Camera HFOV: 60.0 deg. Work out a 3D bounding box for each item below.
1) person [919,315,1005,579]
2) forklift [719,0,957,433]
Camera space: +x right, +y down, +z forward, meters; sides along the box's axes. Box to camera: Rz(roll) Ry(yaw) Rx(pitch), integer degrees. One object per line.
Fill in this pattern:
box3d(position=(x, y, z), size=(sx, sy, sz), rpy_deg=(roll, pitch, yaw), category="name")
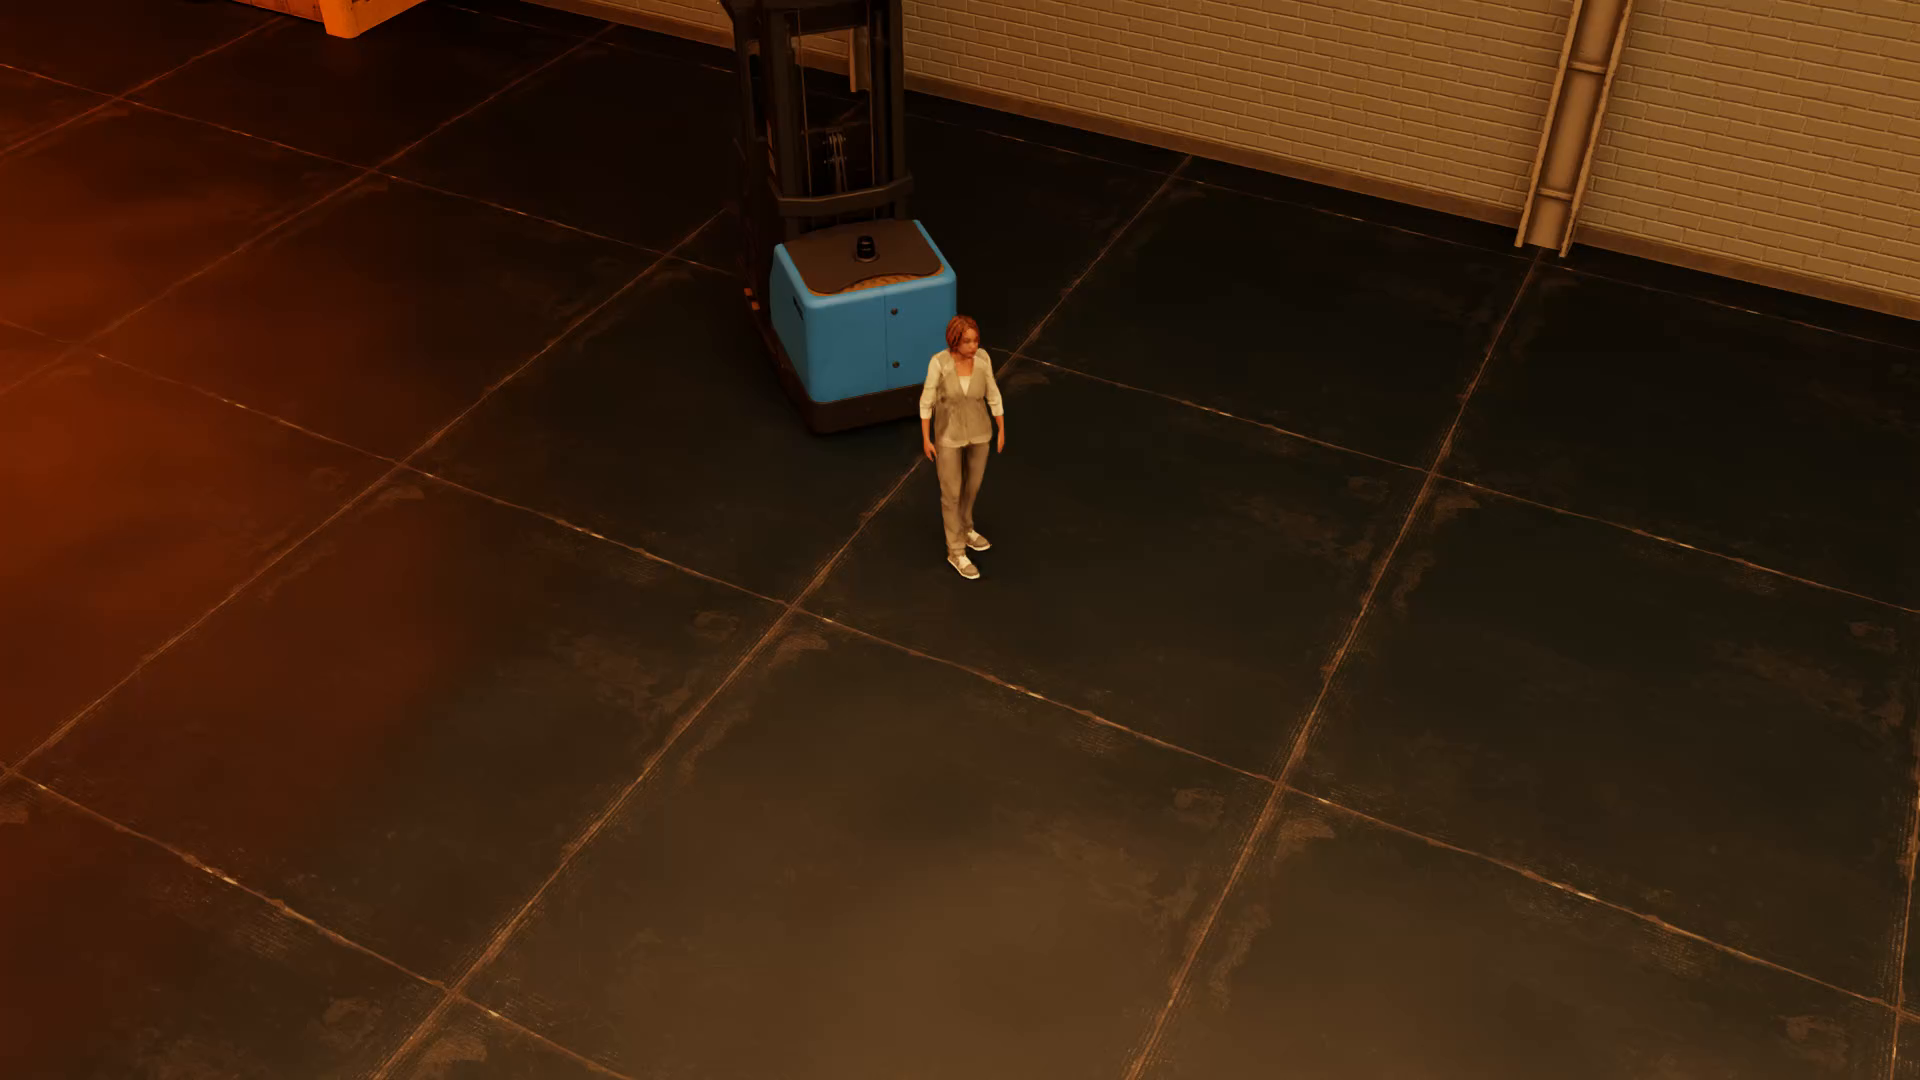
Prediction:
box3d(position=(0.052, -0.534, 9.660), size=(0.499, 1.597, 0.542), rpy_deg=(-12, 42, -14), category="person")
box3d(position=(-0.985, -2.782, 11.289), size=(1.130, 2.935, 3.031), rpy_deg=(-13, 42, -15), category="forklift")
